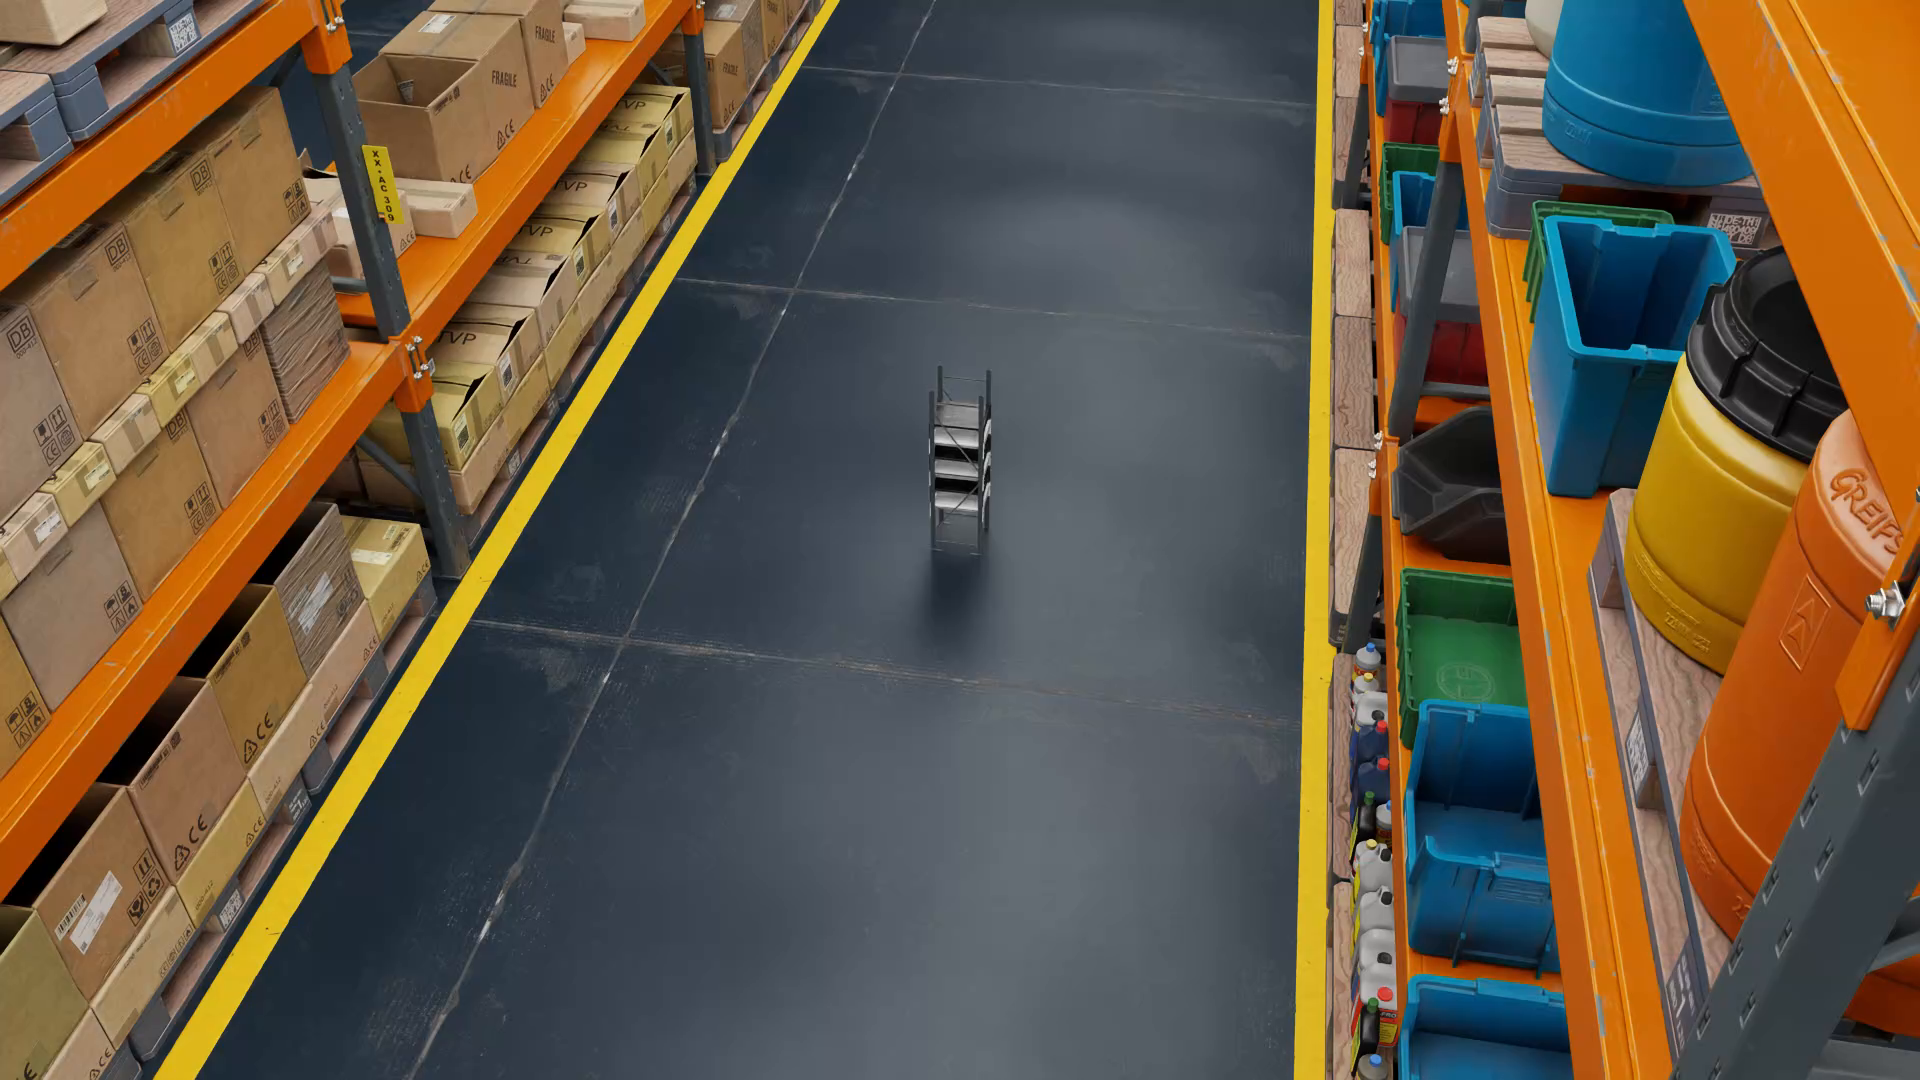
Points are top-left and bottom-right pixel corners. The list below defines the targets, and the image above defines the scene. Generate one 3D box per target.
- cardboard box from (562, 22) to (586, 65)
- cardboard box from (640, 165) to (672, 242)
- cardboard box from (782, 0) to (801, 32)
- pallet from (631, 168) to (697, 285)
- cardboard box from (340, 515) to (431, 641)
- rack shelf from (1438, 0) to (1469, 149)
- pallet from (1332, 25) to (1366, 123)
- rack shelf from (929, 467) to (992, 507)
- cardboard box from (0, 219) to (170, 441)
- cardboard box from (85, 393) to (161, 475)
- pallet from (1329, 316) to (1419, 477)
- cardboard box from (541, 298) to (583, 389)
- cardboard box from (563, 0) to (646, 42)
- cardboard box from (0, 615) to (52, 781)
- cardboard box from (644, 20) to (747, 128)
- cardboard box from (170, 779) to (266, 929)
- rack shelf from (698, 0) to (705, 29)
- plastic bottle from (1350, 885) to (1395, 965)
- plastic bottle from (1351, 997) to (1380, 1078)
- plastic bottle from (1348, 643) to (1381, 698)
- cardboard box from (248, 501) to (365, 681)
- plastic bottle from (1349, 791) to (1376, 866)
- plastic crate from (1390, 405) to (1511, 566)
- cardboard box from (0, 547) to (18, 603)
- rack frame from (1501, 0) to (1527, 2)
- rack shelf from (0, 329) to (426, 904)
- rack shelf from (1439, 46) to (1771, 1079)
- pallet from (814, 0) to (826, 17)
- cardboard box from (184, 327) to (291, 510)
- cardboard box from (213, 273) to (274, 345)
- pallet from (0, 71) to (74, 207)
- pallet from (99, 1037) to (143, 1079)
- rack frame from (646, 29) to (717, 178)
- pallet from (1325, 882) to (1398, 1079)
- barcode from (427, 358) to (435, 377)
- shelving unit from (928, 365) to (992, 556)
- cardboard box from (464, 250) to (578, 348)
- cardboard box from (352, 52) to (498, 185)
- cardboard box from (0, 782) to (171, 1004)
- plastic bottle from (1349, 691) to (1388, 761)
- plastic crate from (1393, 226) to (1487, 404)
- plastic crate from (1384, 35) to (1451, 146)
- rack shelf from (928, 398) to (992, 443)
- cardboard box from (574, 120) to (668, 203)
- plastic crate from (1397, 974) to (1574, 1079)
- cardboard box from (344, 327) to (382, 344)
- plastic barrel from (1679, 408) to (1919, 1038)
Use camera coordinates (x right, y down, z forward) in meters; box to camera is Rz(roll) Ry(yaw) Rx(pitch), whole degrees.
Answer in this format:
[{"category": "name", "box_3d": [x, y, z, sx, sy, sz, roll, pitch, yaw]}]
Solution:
[{"category": "cardboard box", "box_3d": [-2.240, -2.668, 8.917, 0.380, 0.149, 0.250, 9, 40, 11]}, {"category": "cardboard box", "box_3d": [-2.011, -1.993, 9.732, 0.500, 0.250, 0.500, 6, 40, 7]}, {"category": "cardboard box", "box_3d": [-1.452, -4.004, 11.952, 0.500, 0.500, 0.500, 5, 40, 6]}, {"category": "pallet", "box_3d": [-2.255, -1.985, 10.082, 1.003, 0.211, 1.213, 6, 40, 8]}, {"category": "cardboard box", "box_3d": [-2.632, 0.152, 7.138, 0.500, 0.250, 0.500, 6, 40, 8]}, {"category": "rack shelf", "box_3d": [2.458, -2.647, 6.905, 1.077, 0.370, 4.000, 6, 40, 8]}, {"category": "pallet", "box_3d": [3.112, -3.211, 11.565, 1.003, 0.211, 1.213, 6, 40, 8]}, {"category": "rack shelf", "box_3d": [0.001, -0.257, 7.645, 0.258, 0.077, 0.200, 6, 40, 8]}, {"category": "cardboard box", "box_3d": [-3.011, -0.689, 5.230, 0.700, 0.500, 0.500, 6, 40, 8]}, {"category": "cardboard box", "box_3d": [-2.824, -0.359, 5.340, 0.380, 0.149, 0.250, 7, 40, 9]}, {"category": "pallet", "box_3d": [2.418, -0.703, 8.532, 1.003, 0.211, 1.213, 6, 40, 8]}, {"category": "cardboard box", "box_3d": [-2.276, -1.035, 8.574, 0.500, 0.250, 0.500, 5, 40, 6]}, {"category": "cardboard box", "box_3d": [-1.958, -2.880, 9.173, 0.380, 0.149, 0.250, 6, 40, 8]}, {"category": "cardboard box", "box_3d": [-3.188, 0.478, 4.837, 0.700, 0.500, 0.500, 7, 40, 8]}, {"category": "cardboard box", "box_3d": [-1.714, -3.032, 10.777, 0.500, 0.500, 0.500, 8, 40, 10]}, {"category": "cardboard box", "box_3d": [-2.886, 1.094, 5.999, 0.500, 0.250, 0.500, 6, 40, 8]}, {"category": "rack shelf", "box_3d": [-1.728, -4.550, 11.560, 1.077, 0.370, 4.000, 6, 40, 8]}, {"category": "plastic bottle", "box_3d": [1.425, 1.301, 5.653, 0.144, 0.351, 0.185, 8, 40, 10]}, {"category": "plastic bottle", "box_3d": [1.308, 1.598, 5.346, 0.061, 0.283, 0.133, 7, 40, 9]}, {"category": "plastic bottle", "box_3d": [1.625, 0.521, 6.659, 0.097, 0.271, 0.097, 0, 40, 0]}, {"category": "cardboard box", "box_3d": [-2.729, 0.175, 6.521, 0.500, 0.500, 0.500, 6, 40, 8]}, {"category": "plastic bottle", "box_3d": [1.461, 1.043, 6.018, 0.061, 0.283, 0.133, 8, 40, 10]}, {"category": "plastic crate", "box_3d": [1.896, -0.175, 5.753, 0.767, 0.338, 0.504, 6, 40, 8]}, {"category": "cardboard box", "box_3d": [-2.958, 0.129, 4.749, 0.380, 0.149, 0.250, 6, 40, 7]}, {"category": "rack frame", "box_3d": [2.111, -2.825, 4.202, 1.000, 3.000, 0.127, 6, 40, 8]}, {"category": "rack shelf", "box_3d": [-3.113, 0.471, 5.488, 1.077, 0.370, 4.000, 6, 40, 8]}, {"category": "rack shelf", "box_3d": [1.765, -0.137, 3.869, 1.077, 0.370, 4.000, 6, 40, 8]}, {"category": "pallet", "box_3d": [-1.486, -4.493, 13.115, 1.003, 0.211, 1.213, 6, 40, 8]}, {"category": "cardboard box", "box_3d": [-2.922, -0.489, 6.006, 0.700, 0.500, 0.500, 6, 40, 7]}, {"category": "cardboard box", "box_3d": [-2.690, -0.836, 5.917, 0.380, 0.149, 0.250, 5, 40, 6]}, {"category": "pallet", "box_3d": [-3.102, -0.882, 4.275, 1.003, 0.211, 1.213, 6, 40, 8]}, {"category": "pallet", "box_3d": [-3.368, 2.039, 5.215, 1.003, 0.211, 1.213, 6, 40, 8]}, {"category": "rack frame", "box_3d": [-2.074, -3.572, 9.813, 1.000, 3.000, 0.127, 6, 40, 8]}, {"category": "pallet", "box_3d": [1.745, 1.747, 5.569, 1.003, 0.211, 1.213, 6, 40, 8]}, {"category": "barcode", "box_3d": [-2.312, -0.752, 7.265, 0.001, 0.075, 0.075, 6, 40, 8]}, {"category": "shelving unit", "box_3d": [0.001, -0.352, 7.566, 0.258, 0.900, 0.210, 6, 40, 8]}, {"category": "cardboard box", "box_3d": [-2.269, -1.250, 8.393, 0.500, 0.311, 0.500, 5, 40, 6]}, {"category": "cardboard box", "box_3d": [-2.526, -1.911, 7.725, 0.500, 0.500, 0.500, 9, 40, 11]}, {"category": "cardboard box", "box_3d": [-2.988, 1.116, 5.382, 0.500, 0.500, 0.500, 6, 40, 8]}, {"category": "plastic bottle", "box_3d": [1.596, 0.725, 6.408, 0.152, 0.276, 0.135, 8, 40, 9]}, {"category": "plastic crate", "box_3d": [1.894, -0.875, 6.501, 0.402, 0.464, 0.583, 6, 40, 8]}, {"category": "plastic crate", "box_3d": [2.223, -2.068, 7.943, 0.402, 0.464, 0.583, 6, 40, 8]}, {"category": "rack shelf", "box_3d": [0.001, -0.534, 7.415, 0.258, 0.077, 0.200, 6, 40, 8]}, {"category": "cardboard box", "box_3d": [-2.006, -2.207, 9.551, 0.500, 0.311, 0.500, 6, 40, 7]}, {"category": "plastic crate", "box_3d": [1.329, 1.301, 4.036, 0.499, 0.251, 0.408, 6, 40, 8]}, {"category": "cardboard box", "box_3d": [-2.895, -0.993, 8.082, 0.500, 0.311, 0.500, 7, 40, 9]}, {"category": "plastic barrel", "box_3d": [1.378, 0.195, 2.236, 0.600, 0.830, 0.708, 6, 40, 8]}]
